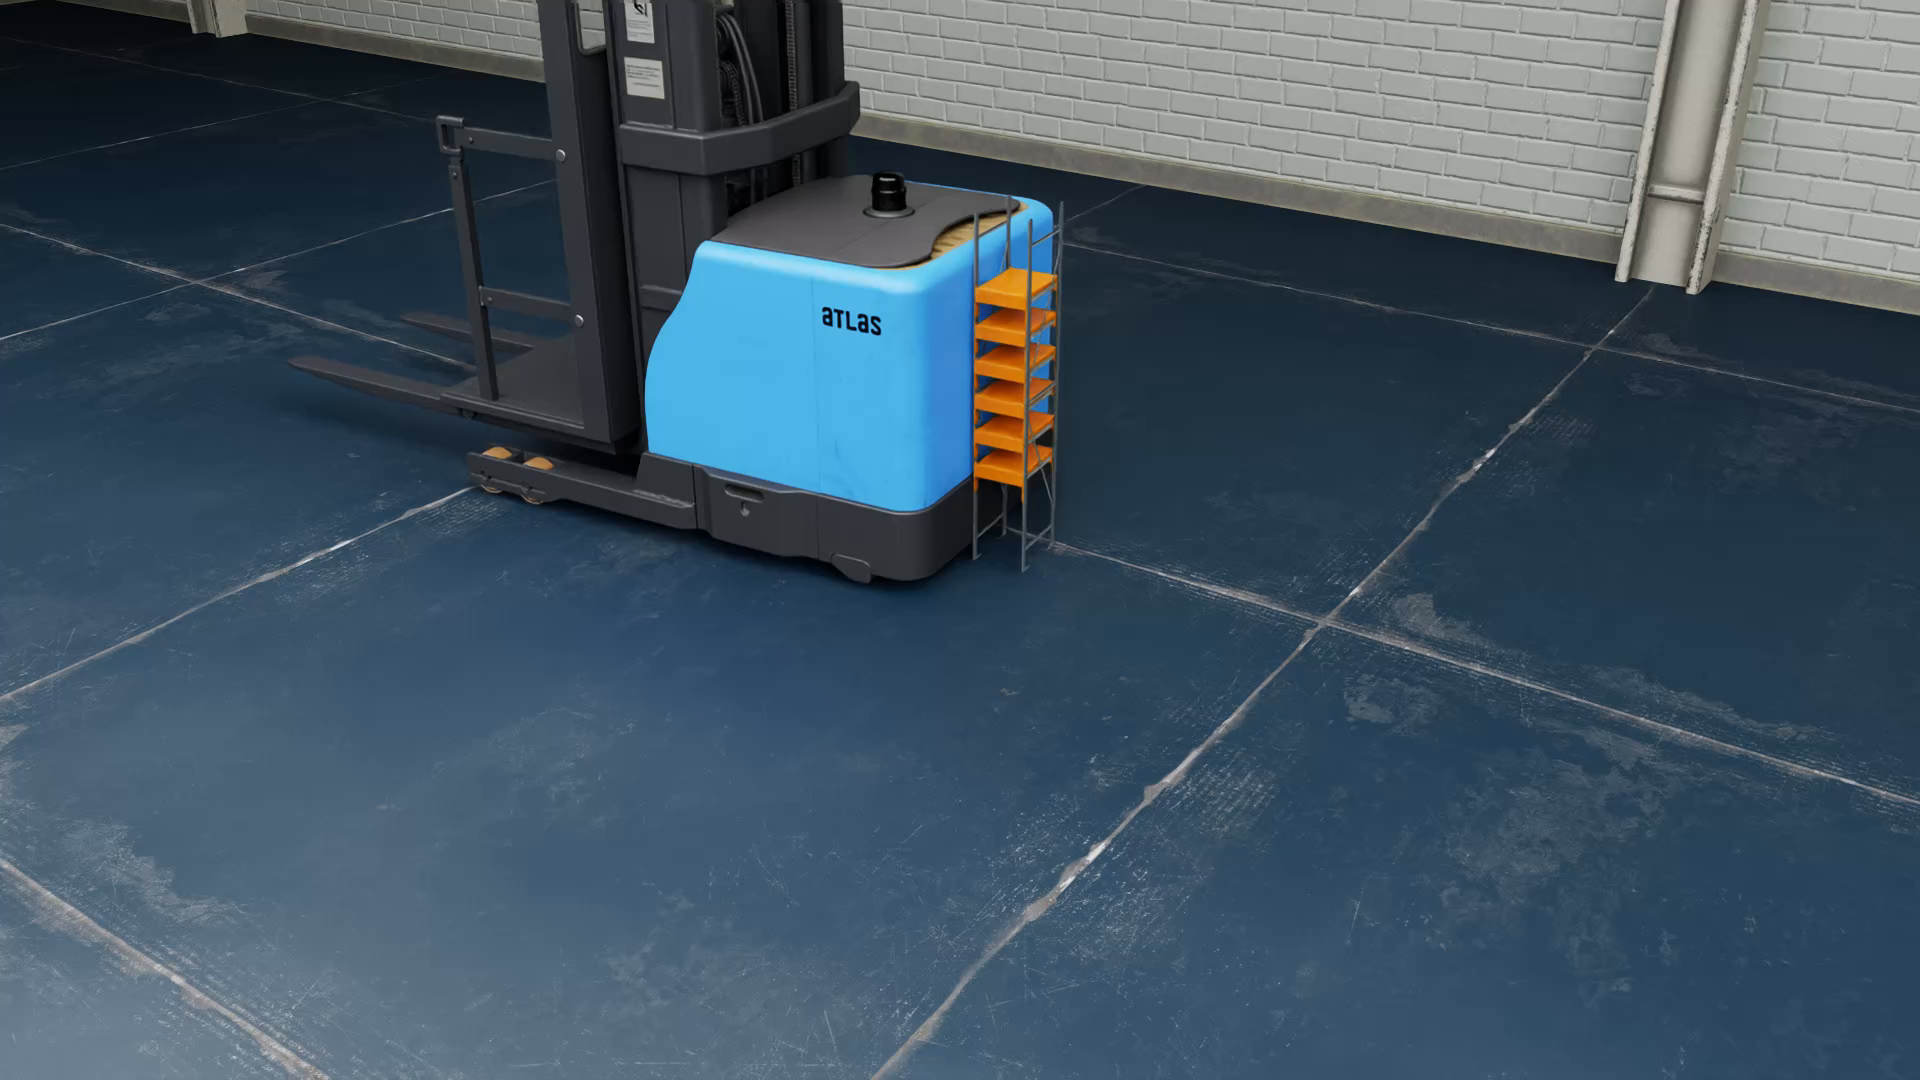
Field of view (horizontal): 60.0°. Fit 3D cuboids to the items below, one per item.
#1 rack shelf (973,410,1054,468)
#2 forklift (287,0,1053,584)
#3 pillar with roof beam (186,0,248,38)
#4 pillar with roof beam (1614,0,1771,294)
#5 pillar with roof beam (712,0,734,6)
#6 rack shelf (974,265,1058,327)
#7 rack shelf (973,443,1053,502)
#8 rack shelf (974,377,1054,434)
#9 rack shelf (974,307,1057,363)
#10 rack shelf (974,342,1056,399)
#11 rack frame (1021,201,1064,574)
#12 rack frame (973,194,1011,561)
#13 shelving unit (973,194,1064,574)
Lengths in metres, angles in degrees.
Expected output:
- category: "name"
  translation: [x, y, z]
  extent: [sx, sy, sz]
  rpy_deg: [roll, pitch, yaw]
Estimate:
- category: "rack shelf"
  translation: [0.183, -0.344, 5.466]
  extent: [0.180, 0.103, 0.258]
  rpy_deg: [14, 30, 25]
- category: "forklift"
  translation: [-1.212, -1.630, 5.720]
  extent: [3.031, 2.935, 1.130]
  rpy_deg: [14, 30, 25]
- category: "pillar with roof beam"
  translation: [-8.815, -6.785, 9.161]
  extent: [0.400, 9.000, 9.100]
  rpy_deg: [17, 32, 30]
- category: "pillar with roof beam"
  translation: [1.077, -3.704, 3.106]
  extent: [0.400, 9.000, 9.100]
  rpy_deg: [17, 32, 30]
- category: "pillar with roof beam"
  translation: [-3.869, -5.245, 6.134]
  extent: [0.400, 9.000, 9.100]
  rpy_deg: [17, 32, 30]
- category: "rack shelf"
  translation: [0.183, -0.772, 5.249]
  extent: [0.180, 0.103, 0.258]
  rpy_deg: [14, 30, 25]
- category: "rack shelf"
  translation: [0.183, -0.237, 5.521]
  extent: [0.180, 0.103, 0.258]
  rpy_deg: [14, 30, 25]
- category: "rack shelf"
  translation: [0.183, -0.451, 5.412]
  extent: [0.180, 0.103, 0.258]
  rpy_deg: [14, 30, 25]
- category: "rack shelf"
  translation: [0.183, -0.665, 5.303]
  extent: [0.180, 0.103, 0.258]
  rpy_deg: [14, 30, 25]
- category: "rack shelf"
  translation: [0.183, -0.558, 5.357]
  extent: [0.180, 0.103, 0.258]
  rpy_deg: [14, 30, 25]
- category: "rack frame"
  translation: [0.264, -0.471, 5.353]
  extent: [0.006, 1.200, 0.240]
  rpy_deg: [14, 30, 25]
- category: "rack frame"
  translation: [0.103, -0.511, 5.431]
  extent: [0.006, 1.200, 0.240]
  rpy_deg: [14, 30, 25]
- category: "shelving unit"
  translation: [0.183, -0.491, 5.392]
  extent: [0.189, 1.200, 0.258]
  rpy_deg: [14, 30, 25]
